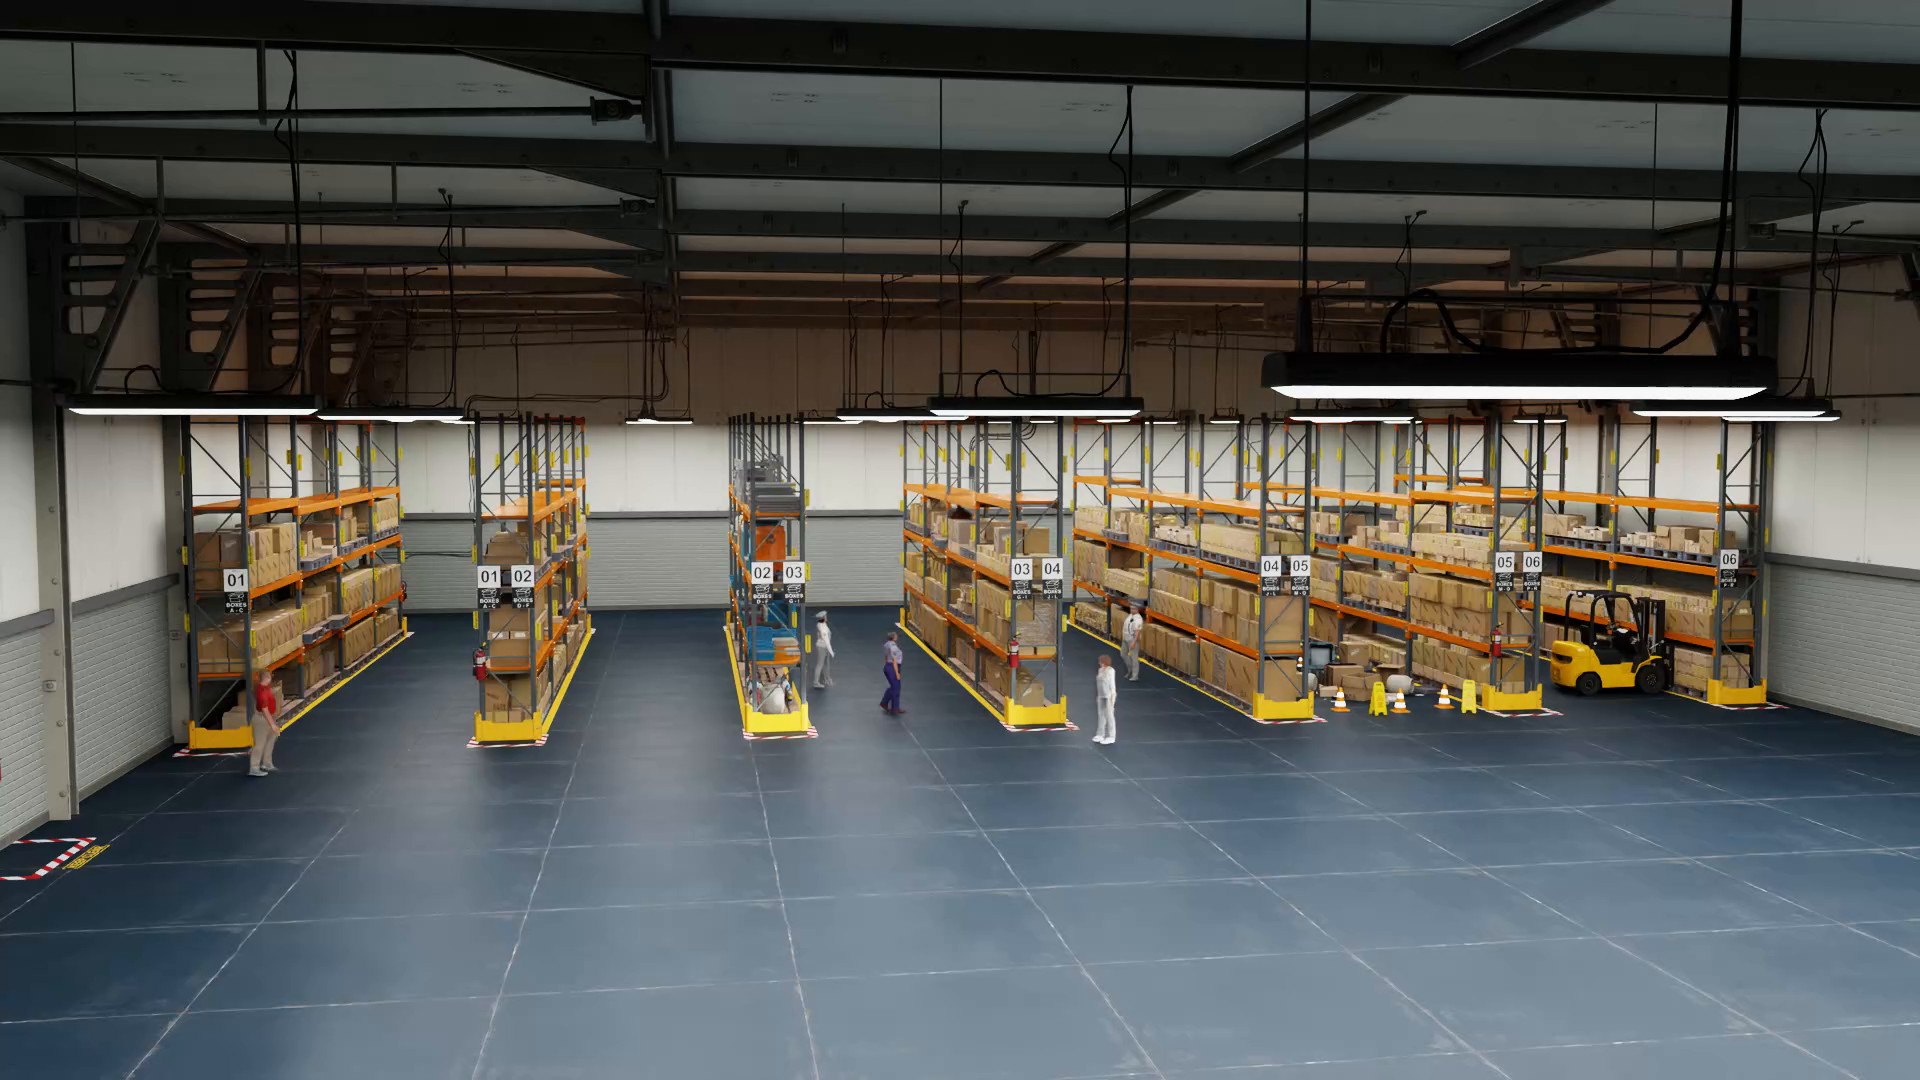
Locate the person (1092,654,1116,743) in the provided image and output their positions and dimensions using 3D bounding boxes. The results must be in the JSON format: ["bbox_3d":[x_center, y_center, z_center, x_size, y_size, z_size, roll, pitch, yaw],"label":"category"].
[{"bbox_3d":[2.612,2.866,30.148,0.386,1.600,0.454,-3,5,-34],"label":"person"}]

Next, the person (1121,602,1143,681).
[{"bbox_3d":[3.894,2.299,37.691,0.438,1.792,0.641,-2,4,-27],"label":"person"}]

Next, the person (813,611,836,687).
[{"bbox_3d":[-2.989,2.408,36.663,0.517,1.708,0.616,0,4,-4],"label":"person"}]

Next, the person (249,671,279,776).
[{"bbox_3d":[-11.500,3.028,27.494,0.497,1.768,0.711,-1,4,-18],"label":"person"}]

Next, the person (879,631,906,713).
[{"bbox_3d":[-1.339,2.658,33.378,0.462,1.647,0.545,-1,4,-16],"label":"person"}]
